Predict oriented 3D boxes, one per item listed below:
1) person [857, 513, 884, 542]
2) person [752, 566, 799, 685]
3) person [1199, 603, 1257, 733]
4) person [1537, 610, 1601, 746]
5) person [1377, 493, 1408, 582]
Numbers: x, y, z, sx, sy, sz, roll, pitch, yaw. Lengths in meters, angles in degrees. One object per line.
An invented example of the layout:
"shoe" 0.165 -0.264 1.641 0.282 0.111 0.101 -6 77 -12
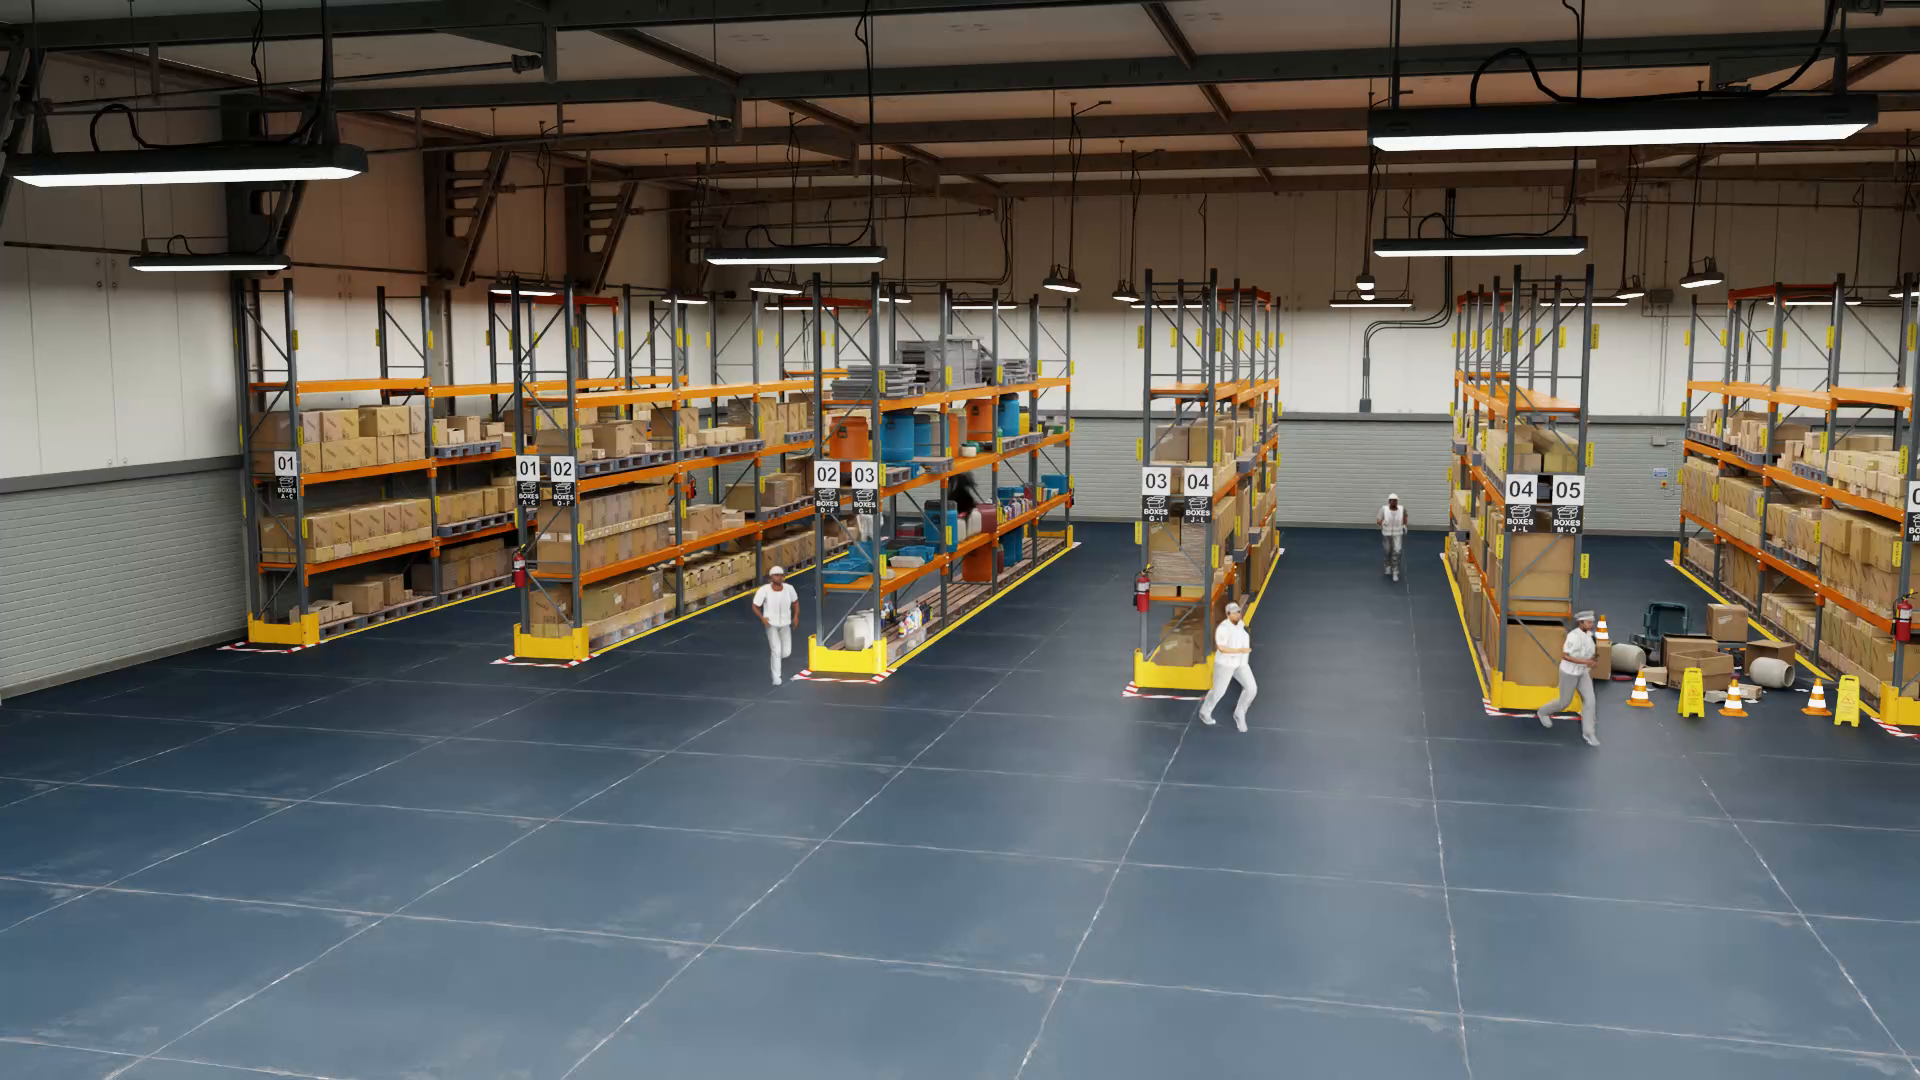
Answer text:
"person" -1.862 -0.103 34.295 0.599 1.737 0.727 1 7 5
"person" -2.705 1.229 24.444 0.731 1.727 0.612 -3 8 -27
"person" 3.495 1.629 21.384 0.611 1.688 0.832 -4 8 -32
"person" 7.701 1.695 20.928 0.610 1.698 0.948 -5 8 -33
"person" 9.085 -0.083 34.999 0.624 1.822 0.897 2 7 17
